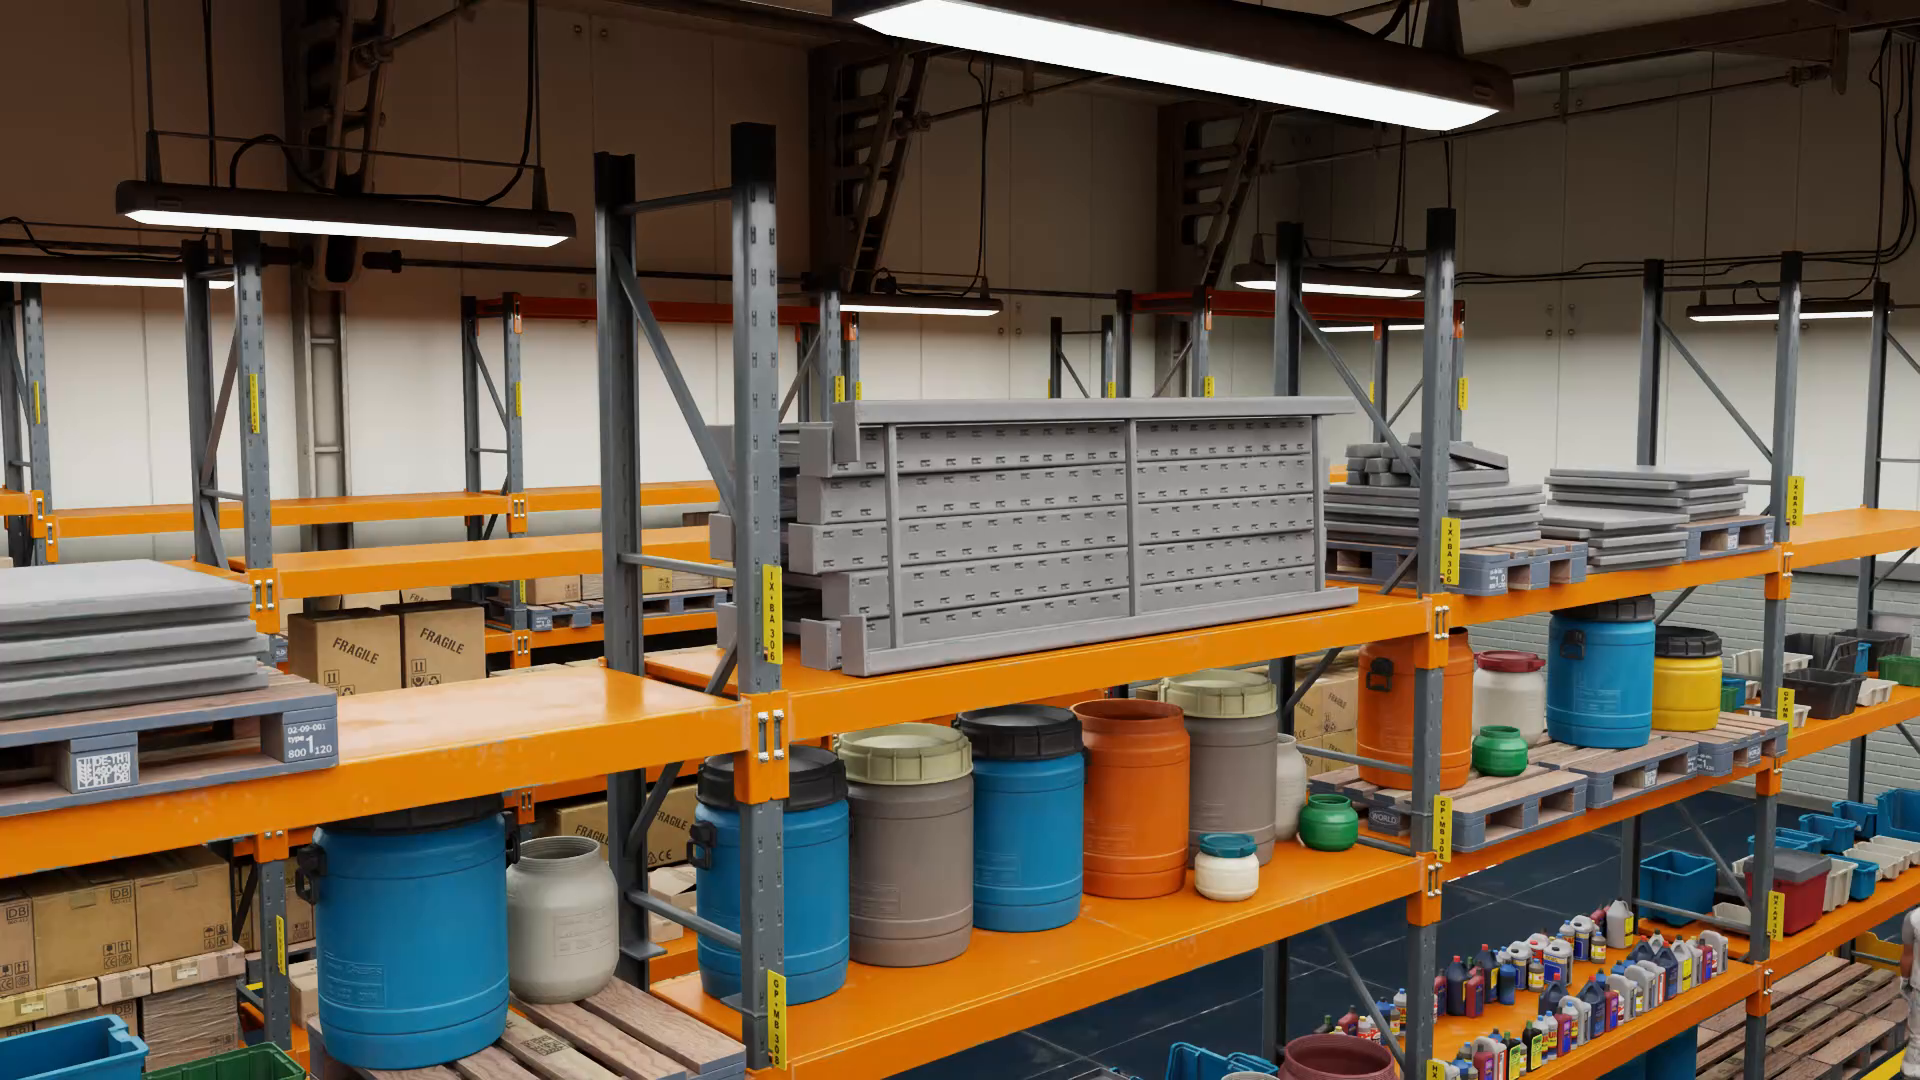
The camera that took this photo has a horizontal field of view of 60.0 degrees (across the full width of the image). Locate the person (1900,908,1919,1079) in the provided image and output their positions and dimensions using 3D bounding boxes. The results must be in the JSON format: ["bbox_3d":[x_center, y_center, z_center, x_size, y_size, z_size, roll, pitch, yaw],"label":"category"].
[{"bbox_3d":[6.901,3.177,11.668,0.433,1.793,0.559,-4,7,-34],"label":"person"}]
